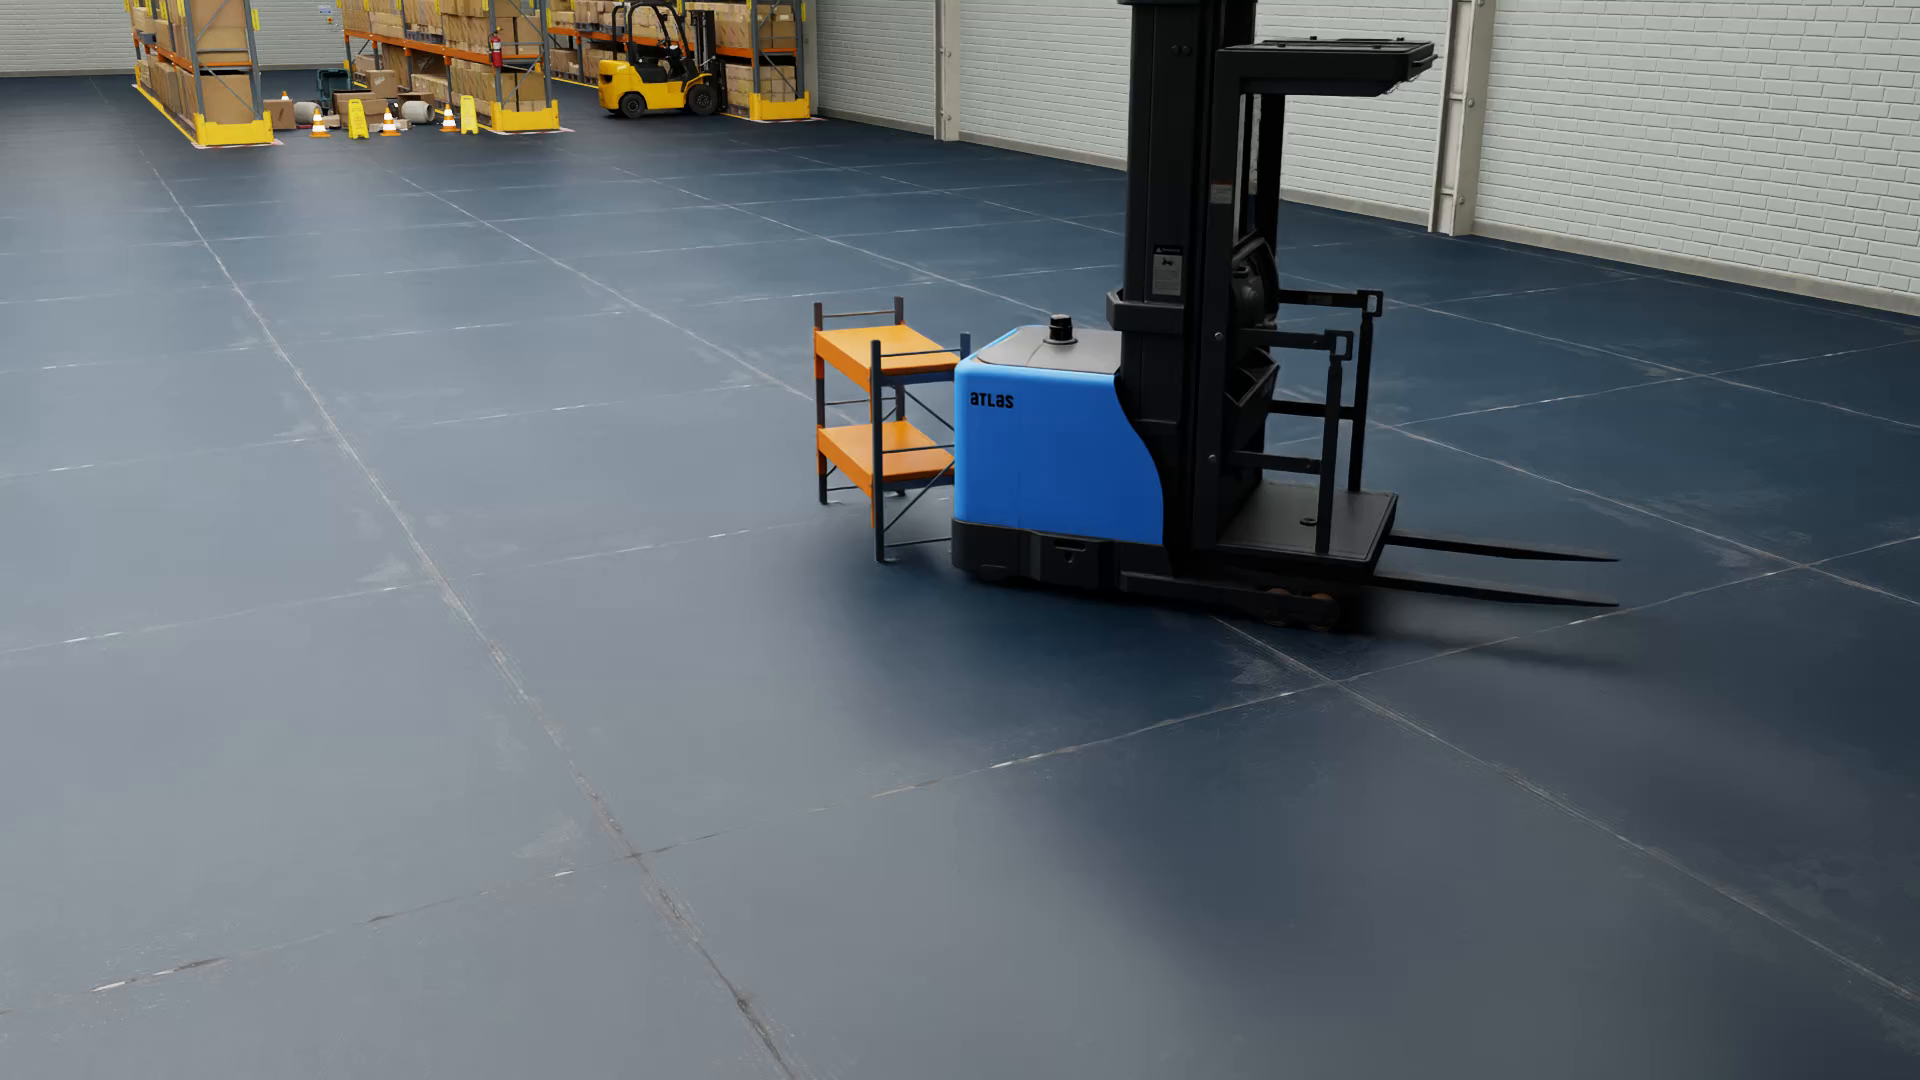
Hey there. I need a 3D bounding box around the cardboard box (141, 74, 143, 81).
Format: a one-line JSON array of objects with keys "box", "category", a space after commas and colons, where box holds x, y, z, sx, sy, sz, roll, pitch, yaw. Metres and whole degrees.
[{"box": [-19.491, -11.136, 40.032, 0.380, 0.149, 0.250, -10, 21, -26], "category": "cardboard box"}]

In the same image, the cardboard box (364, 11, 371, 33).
[{"box": [-14.040, -12.497, 40.095, 0.500, 0.500, 0.500, -10, 21, -26], "category": "cardboard box"}]

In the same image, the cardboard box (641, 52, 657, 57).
[{"box": [-7.405, -11.579, 39.784, 0.380, 0.149, 0.250, -9, 21, -25], "category": "cardboard box"}]

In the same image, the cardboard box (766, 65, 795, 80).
[{"box": [-3.592, -9.220, 32.790, 0.500, 0.250, 0.500, -10, 22, -27], "category": "cardboard box"}]

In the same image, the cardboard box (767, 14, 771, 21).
[{"box": [-3.636, -10.233, 32.541, 0.380, 0.149, 0.250, -10, 21, -27], "category": "cardboard box"}]

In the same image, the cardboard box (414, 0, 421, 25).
[{"box": [-11.174, -11.129, 35.032, 0.500, 0.500, 0.500, -10, 21, -26], "category": "cardboard box"}]

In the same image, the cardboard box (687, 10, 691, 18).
[{"box": [-5.510, -11.051, 34.910, 0.380, 0.149, 0.250, -10, 22, -28], "category": "cardboard box"}]

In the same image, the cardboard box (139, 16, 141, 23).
[{"box": [-17.254, -11.073, 35.409, 0.380, 0.149, 0.250, -9, 21, -25], "category": "cardboard box"}]

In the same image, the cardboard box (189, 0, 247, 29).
[{"box": [-12.347, -8.809, 27.676, 0.875, 0.550, 0.550, -10, 21, -27], "category": "cardboard box"}]

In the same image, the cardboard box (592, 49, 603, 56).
[{"box": [-8.961, -12.166, 41.483, 0.380, 0.149, 0.250, -11, 22, -29], "category": "cardboard box"}]

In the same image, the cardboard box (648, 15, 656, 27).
[{"box": [-6.599, -11.538, 36.933, 0.500, 0.250, 0.500, -10, 21, -26], "category": "cardboard box"}]

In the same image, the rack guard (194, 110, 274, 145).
[{"box": [-12.194, -6.927, 27.939, 1.175, 0.500, 0.348, -10, 21, -27], "category": "rack guard"}]

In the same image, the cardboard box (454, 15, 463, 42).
[{"box": [-9.347, -9.791, 31.798, 0.500, 0.500, 0.500, -10, 21, -27], "category": "cardboard box"}]

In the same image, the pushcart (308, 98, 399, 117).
[{"box": [-11.779, -8.452, 32.547, 0.936, 0.377, 1.648, 16, 25, 39], "category": "pushcart"}]

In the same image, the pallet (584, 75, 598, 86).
[{"box": [-8.809, -11.580, 41.866, 1.003, 0.211, 1.213, -10, 21, -27], "category": "pallet"}]

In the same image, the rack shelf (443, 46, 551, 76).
[{"box": [-8.847, -9.145, 31.638, 1.077, 0.370, 4.000, -10, 21, -27], "category": "rack shelf"}]

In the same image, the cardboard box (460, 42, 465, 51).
[{"box": [-9.330, -9.432, 31.751, 0.380, 0.149, 0.250, -10, 21, -26], "category": "cardboard box"}]

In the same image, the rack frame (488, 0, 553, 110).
[{"box": [-7.897, -8.911, 29.857, 1.000, 3.000, 0.127, -10, 21, -27], "category": "rack frame"}]

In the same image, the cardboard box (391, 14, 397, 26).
[{"box": [-12.396, -11.619, 37.169, 0.500, 0.250, 0.500, -11, 22, -28], "category": "cardboard box"}]

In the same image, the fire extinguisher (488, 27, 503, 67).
[{"box": [-8.248, -8.770, 29.567, 0.296, 0.674, 0.183, -10, 21, -27], "category": "fire extinguisher"}]

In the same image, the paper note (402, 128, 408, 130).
[{"box": [-10.098, -7.470, 30.234, 0.142, 0.019, 0.148, 16, 25, 39], "category": "paper note"}]

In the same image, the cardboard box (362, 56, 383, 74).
[{"box": [-14.651, -12.056, 42.255, 0.875, 0.438, 0.875, -9, 21, -25], "category": "cardboard box"}]

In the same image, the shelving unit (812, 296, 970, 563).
[{"box": [-0.367, -0.605, 8.659, 0.538, 1.125, 1.048, -7, 20, -19], "category": "shelving unit"}]

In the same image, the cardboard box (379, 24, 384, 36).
[{"box": [-13.142, -11.820, 38.517, 0.500, 0.250, 0.500, -10, 21, -27], "category": "cardboard box"}]

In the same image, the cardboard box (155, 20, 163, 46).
[{"box": [-15.785, -10.143, 33.273, 0.500, 0.500, 0.500, -10, 22, -27], "category": "cardboard box"}]

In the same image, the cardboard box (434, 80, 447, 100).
[{"box": [-10.392, -9.372, 34.576, 0.950, 0.372, 0.625, -9, 21, -23], "category": "cardboard box"}]

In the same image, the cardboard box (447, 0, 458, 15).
[{"box": [-9.340, -10.261, 31.629, 0.700, 0.500, 0.500, -11, 22, -28], "category": "cardboard box"}]

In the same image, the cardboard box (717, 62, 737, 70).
[{"box": [-4.753, -9.572, 33.811, 0.500, 0.250, 0.500, -10, 22, -28], "category": "cardboard box"}]

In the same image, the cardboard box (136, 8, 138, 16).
[{"box": [-17.626, -11.438, 36.010, 0.380, 0.149, 0.250, -10, 21, -27], "category": "cardboard box"}]

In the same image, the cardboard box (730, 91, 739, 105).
[{"box": [-4.259, -8.810, 33.135, 0.500, 0.250, 0.500, -10, 21, -27], "category": "cardboard box"}]

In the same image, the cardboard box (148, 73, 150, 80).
[{"box": [-18.333, -10.593, 38.001, 0.380, 0.149, 0.250, -10, 21, -26], "category": "cardboard box"}]

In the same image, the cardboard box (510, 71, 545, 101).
[{"box": [-8.048, -8.445, 30.929, 0.500, 0.500, 0.500, -11, 22, -28], "category": "cardboard box"}]

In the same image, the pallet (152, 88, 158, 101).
[{"box": [-17.533, -10.019, 37.342, 1.003, 0.211, 1.213, -10, 21, -27], "category": "pallet"}]

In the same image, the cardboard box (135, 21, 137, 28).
[{"box": [-18.121, -11.455, 36.972, 0.380, 0.149, 0.250, -11, 22, -29], "category": "cardboard box"}]

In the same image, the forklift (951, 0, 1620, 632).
[{"box": [1.530, -1.172, 7.534, 3.031, 2.935, 1.130, 7, 20, 19], "category": "forklift"}]

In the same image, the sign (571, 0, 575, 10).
[{"box": [-9.702, -13.449, 41.680, 0.100, 0.325, 0.005, -10, 21, -27], "category": "sign"}]

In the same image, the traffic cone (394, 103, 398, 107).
[{"box": [-11.617, -8.999, 34.002, 0.336, 0.463, 0.334, -10, 21, -27], "category": "traffic cone"}]

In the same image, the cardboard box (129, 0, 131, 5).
[{"box": [-19.351, -12.902, 39.281, 0.500, 0.500, 0.500, -11, 22, -28], "category": "cardboard box"}]

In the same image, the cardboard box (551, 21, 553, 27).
[{"box": [-10.645, -13.641, 43.949, 0.380, 0.149, 0.250, -11, 22, -28], "category": "cardboard box"}]

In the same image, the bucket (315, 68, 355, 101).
[{"box": [-12.011, -8.753, 32.086, 0.726, 0.611, 0.620, -3, 9, -8], "category": "bucket"}]

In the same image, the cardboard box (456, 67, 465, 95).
[{"box": [-9.489, -8.949, 32.390, 0.500, 0.500, 0.500, -9, 21, -24], "category": "cardboard box"}]

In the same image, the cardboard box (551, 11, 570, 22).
[{"box": [-10.405, -13.738, 43.621, 0.500, 0.250, 0.500, -11, 22, -28], "category": "cardboard box"}]

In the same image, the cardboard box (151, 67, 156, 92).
[{"box": [-17.533, -10.172, 36.700, 0.500, 0.500, 0.500, -9, 21, -24], "category": "cardboard box"}]

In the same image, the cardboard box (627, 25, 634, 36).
[{"box": [-7.333, -11.741, 38.289, 0.500, 0.250, 0.500, -10, 21, -26], "category": "cardboard box"}]

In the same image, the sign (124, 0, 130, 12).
[{"box": [-20.280, -13.033, 40.477, 0.100, 0.325, 0.005, -10, 21, -27], "category": "sign"}]

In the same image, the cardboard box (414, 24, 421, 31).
[{"box": [-11.399, -10.911, 35.394, 0.380, 0.149, 0.250, -10, 21, -26], "category": "cardboard box"}]

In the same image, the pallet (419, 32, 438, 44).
[{"box": [-10.720, -10.555, 34.915, 1.003, 0.211, 1.213, -10, 21, -27], "category": "pallet"}]
